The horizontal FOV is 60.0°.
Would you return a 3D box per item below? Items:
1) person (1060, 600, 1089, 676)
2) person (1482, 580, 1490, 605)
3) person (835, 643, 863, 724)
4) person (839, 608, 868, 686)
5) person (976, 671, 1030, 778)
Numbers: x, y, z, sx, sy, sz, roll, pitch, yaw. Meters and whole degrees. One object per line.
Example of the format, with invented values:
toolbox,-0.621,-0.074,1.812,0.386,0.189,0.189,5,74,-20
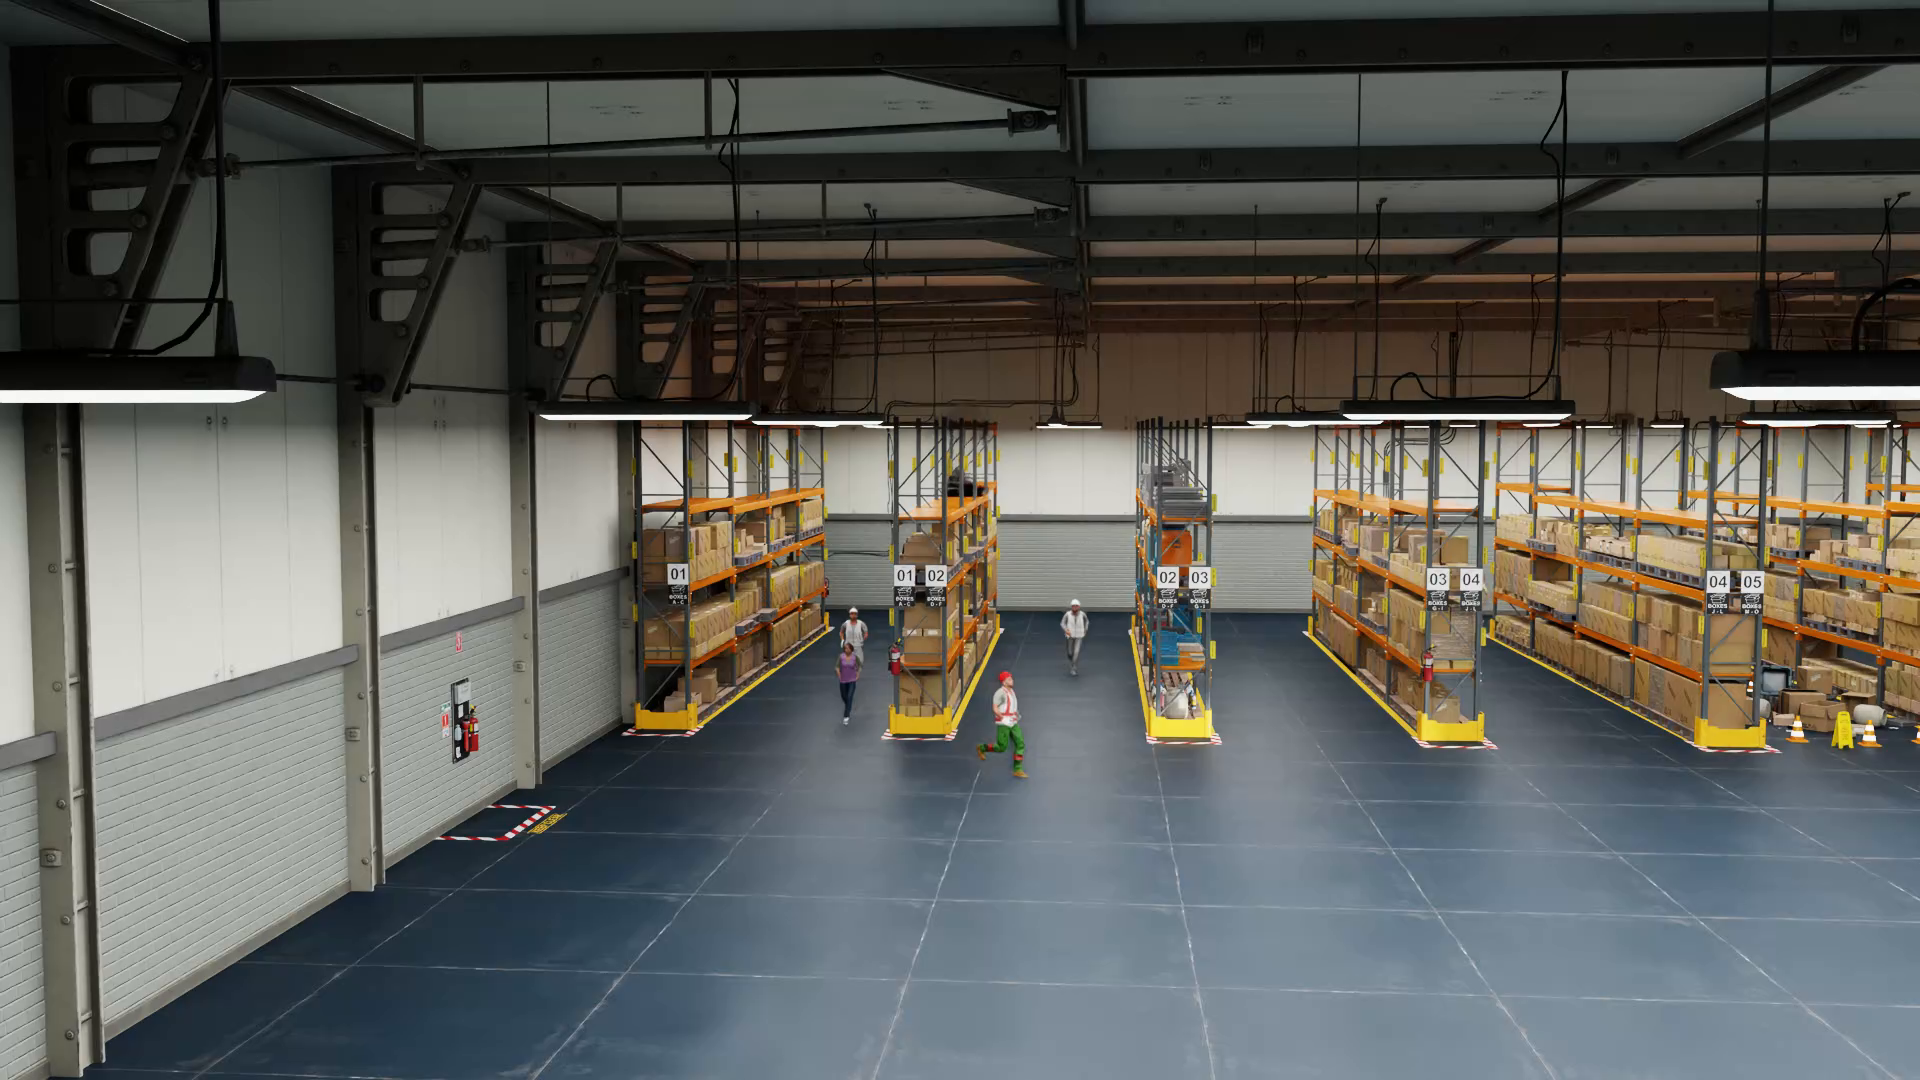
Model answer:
person,2.722,2.285,39.427,0.683,1.765,0.891,0,4,2
person,14.722,1.823,47.204,0.688,1.625,0.602,-4,5,-44
person,-2.203,2.806,32.862,0.545,1.576,0.798,0,4,2
person,-2.391,2.403,37.467,0.651,1.747,0.692,0,4,-2
person,0.737,3.059,27.687,0.962,1.752,0.645,2,4,34
